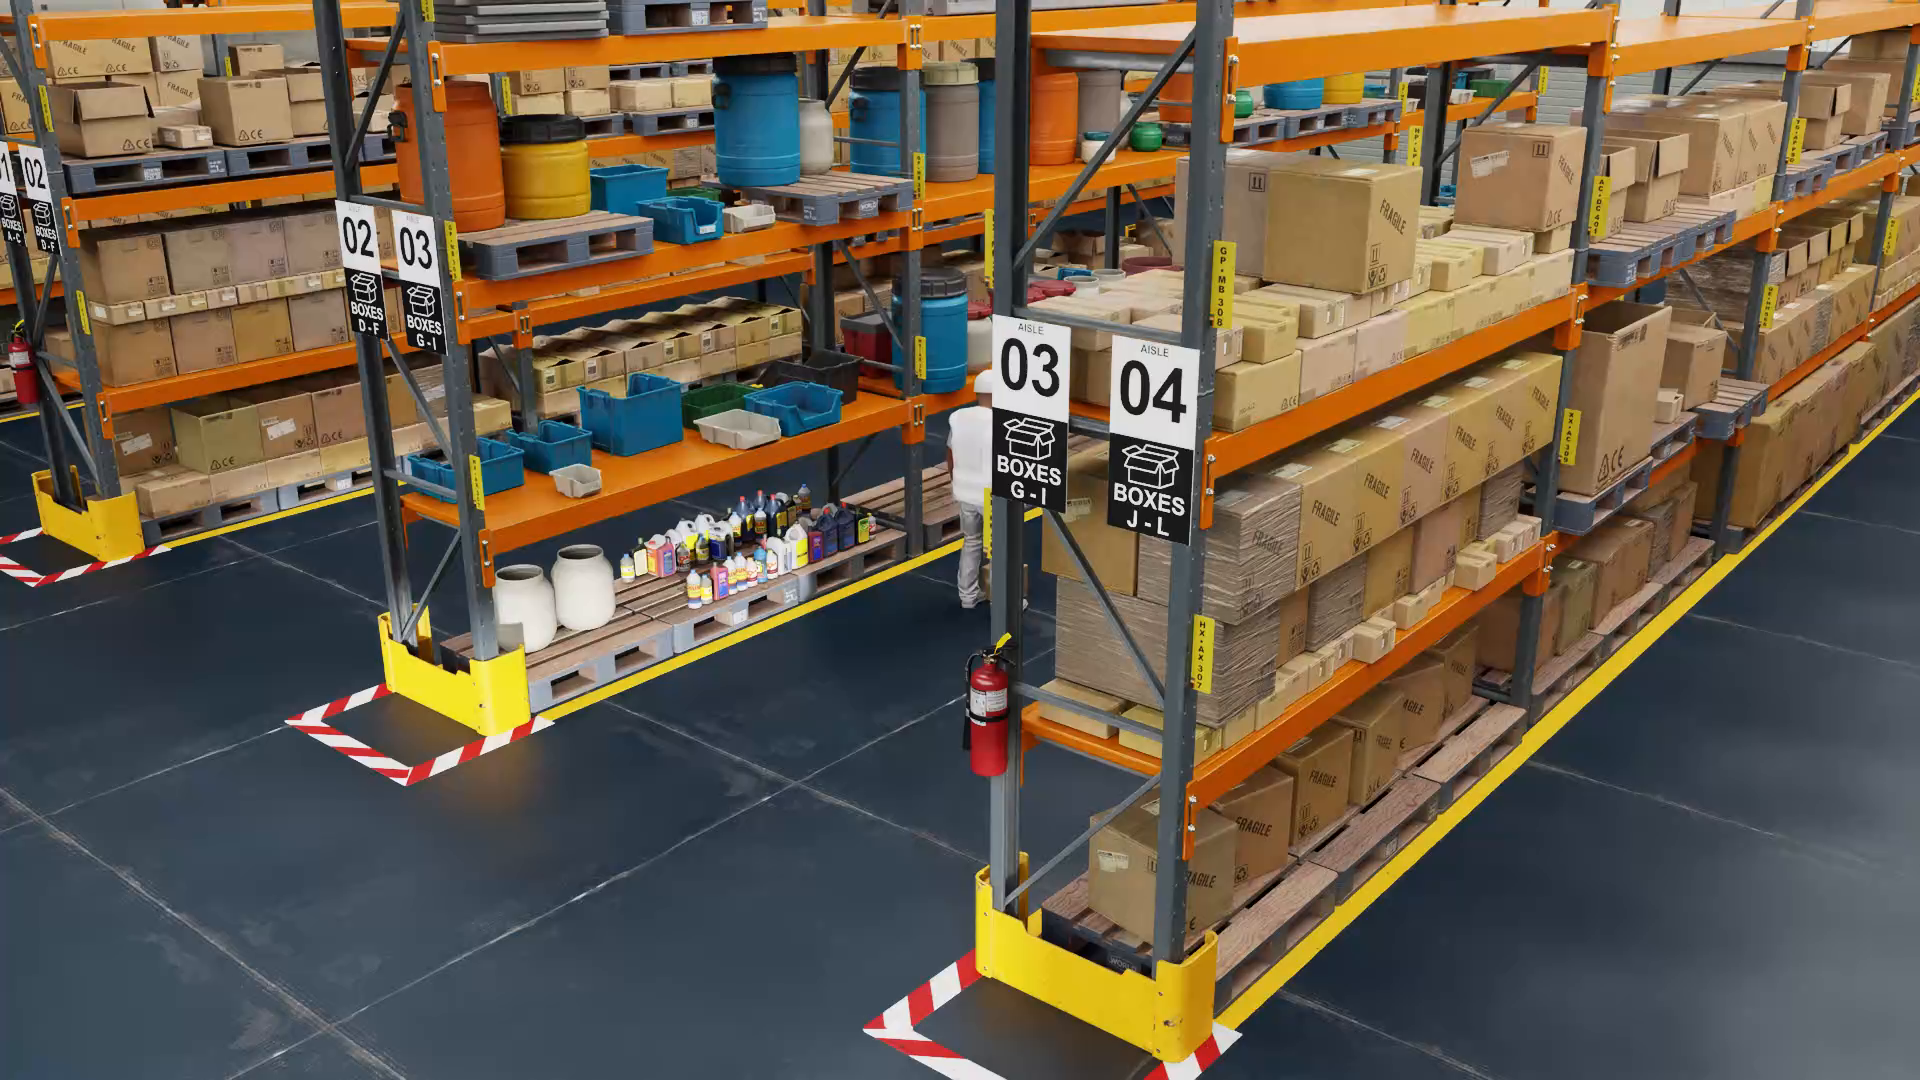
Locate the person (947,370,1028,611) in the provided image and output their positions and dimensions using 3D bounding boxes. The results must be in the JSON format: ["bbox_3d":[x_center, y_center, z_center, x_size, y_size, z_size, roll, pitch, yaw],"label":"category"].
[{"bbox_3d":[0.186,-0.344,12.002,0.632,1.776,0.444,14,24,34],"label":"person"}]
